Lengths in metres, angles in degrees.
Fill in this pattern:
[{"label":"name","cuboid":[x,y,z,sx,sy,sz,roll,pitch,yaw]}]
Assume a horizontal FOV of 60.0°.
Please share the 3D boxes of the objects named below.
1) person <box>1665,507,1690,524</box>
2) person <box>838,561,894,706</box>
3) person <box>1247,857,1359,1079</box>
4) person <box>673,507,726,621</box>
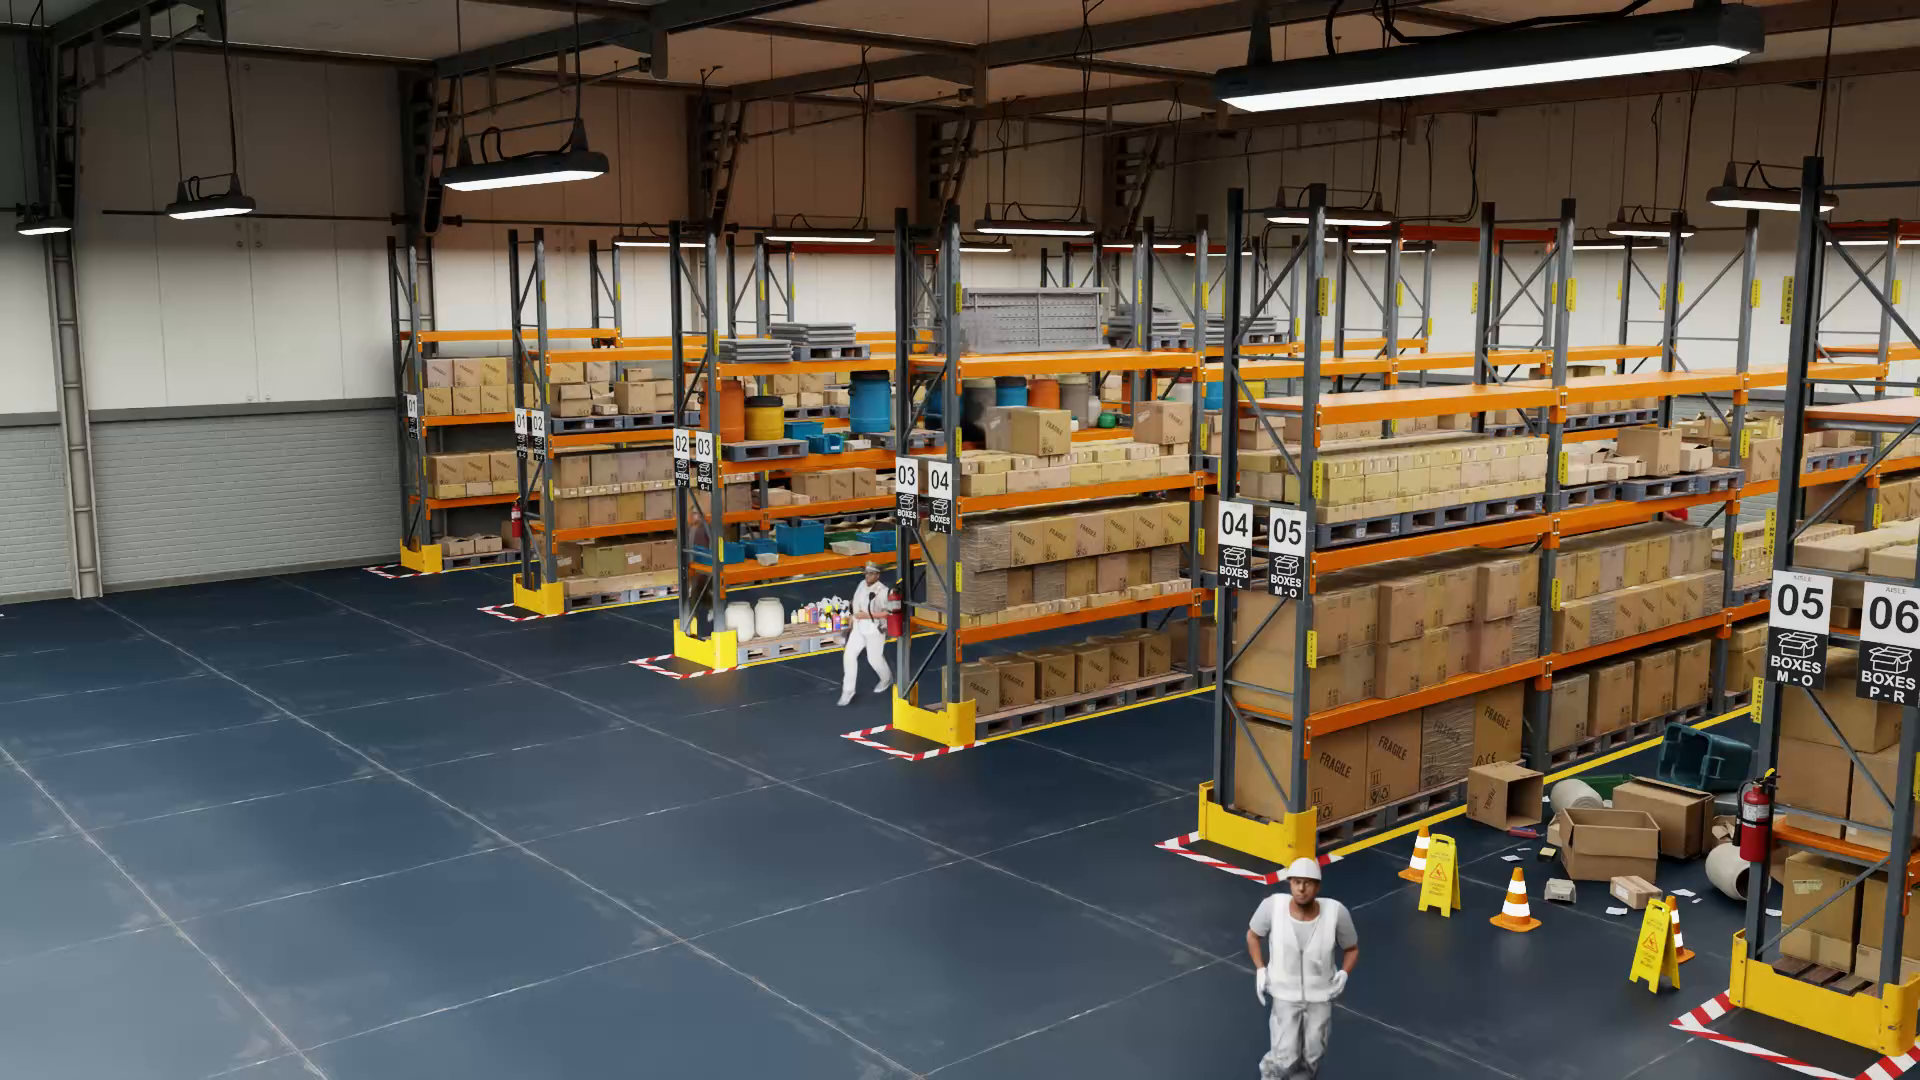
[{"label":"person","cuboid":[12.763,-0.214,29.667,0.671,1.759,0.678,-3,9,-19]},{"label":"person","cuboid":[-1.088,1.144,20.668,0.673,1.824,0.890,6,11,36]},{"label":"person","cuboid":[2.083,2.773,10.101,0.666,1.746,0.618,1,9,7]},{"label":"person","cuboid":[-3.856,0.390,24.534,0.710,1.788,1.036,5,10,30]}]
